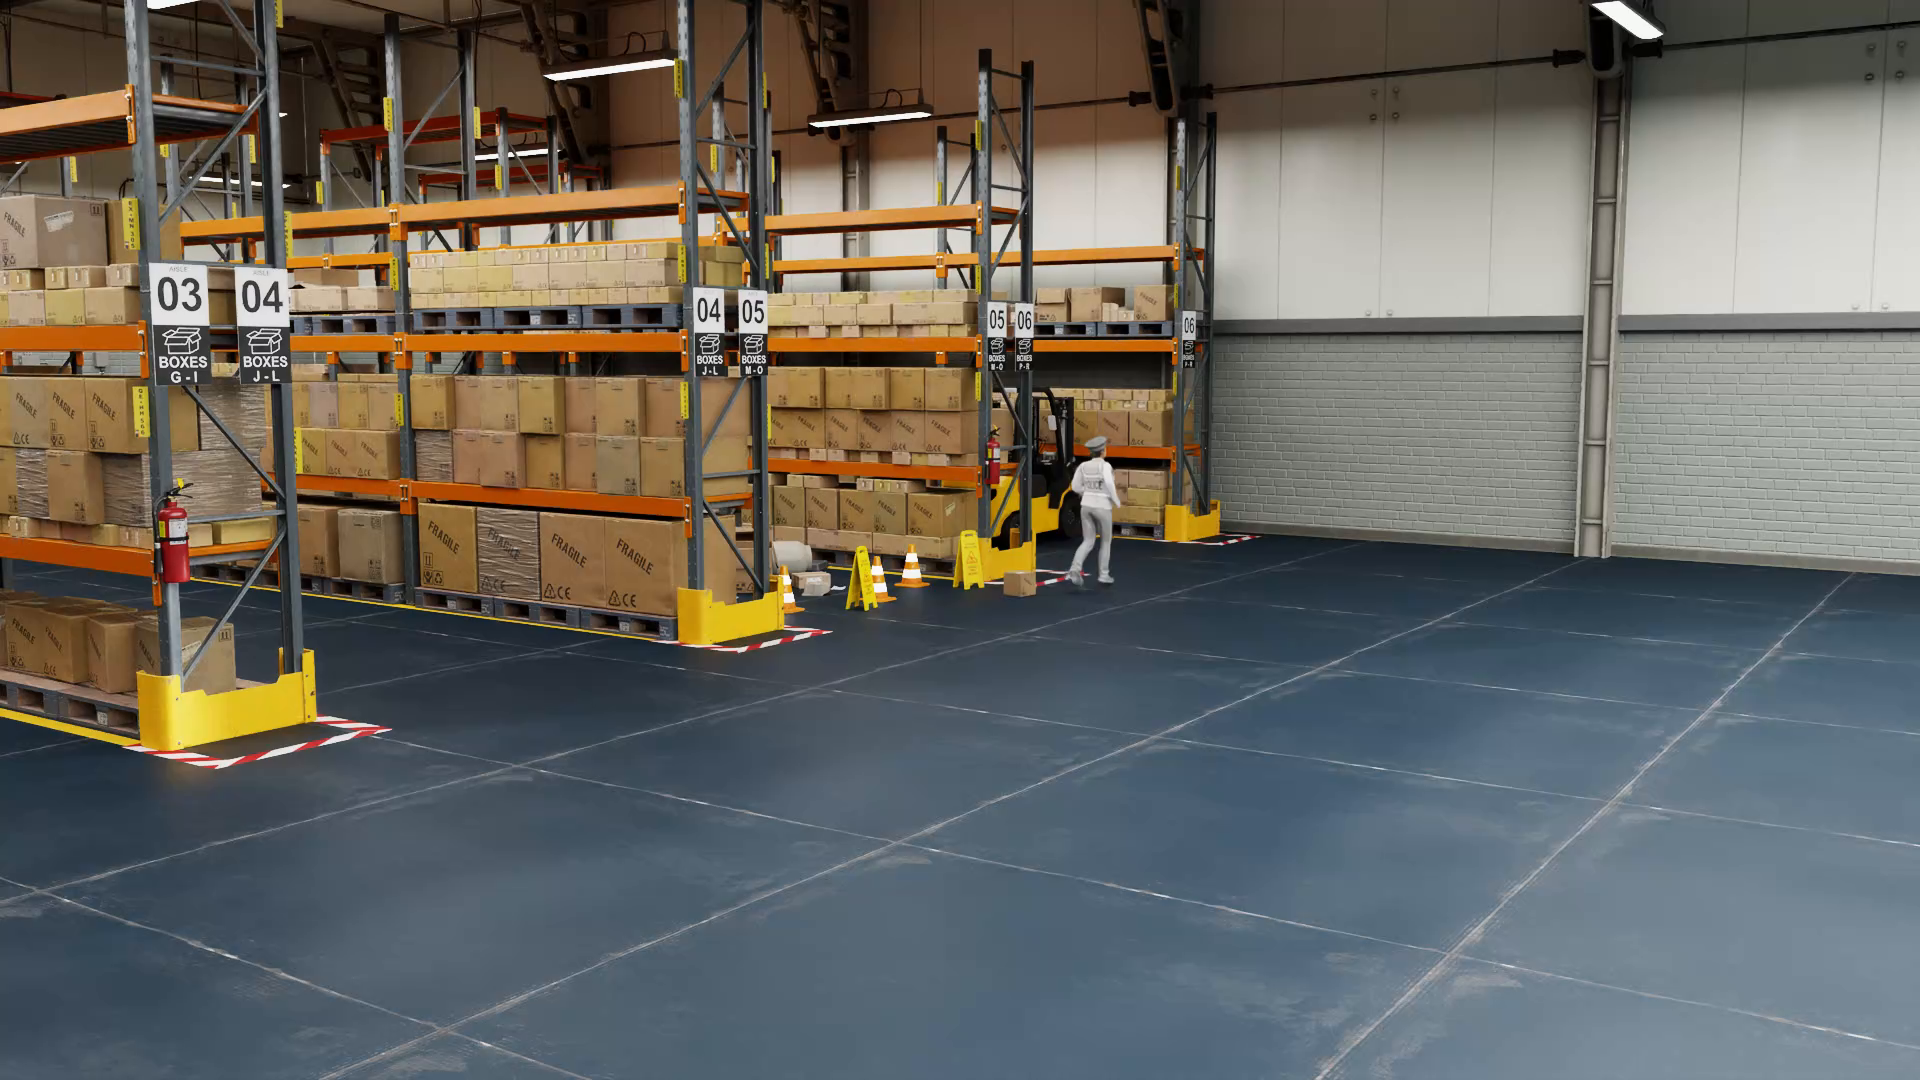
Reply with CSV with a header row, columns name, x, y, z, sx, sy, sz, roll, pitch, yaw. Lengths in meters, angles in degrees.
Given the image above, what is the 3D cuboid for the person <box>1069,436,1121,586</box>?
name,x,y,z,sx,sy,sz,roll,pitch,yaw
person,1.517,-0.321,18.607,0.641,1.684,0.843,5,8,36
